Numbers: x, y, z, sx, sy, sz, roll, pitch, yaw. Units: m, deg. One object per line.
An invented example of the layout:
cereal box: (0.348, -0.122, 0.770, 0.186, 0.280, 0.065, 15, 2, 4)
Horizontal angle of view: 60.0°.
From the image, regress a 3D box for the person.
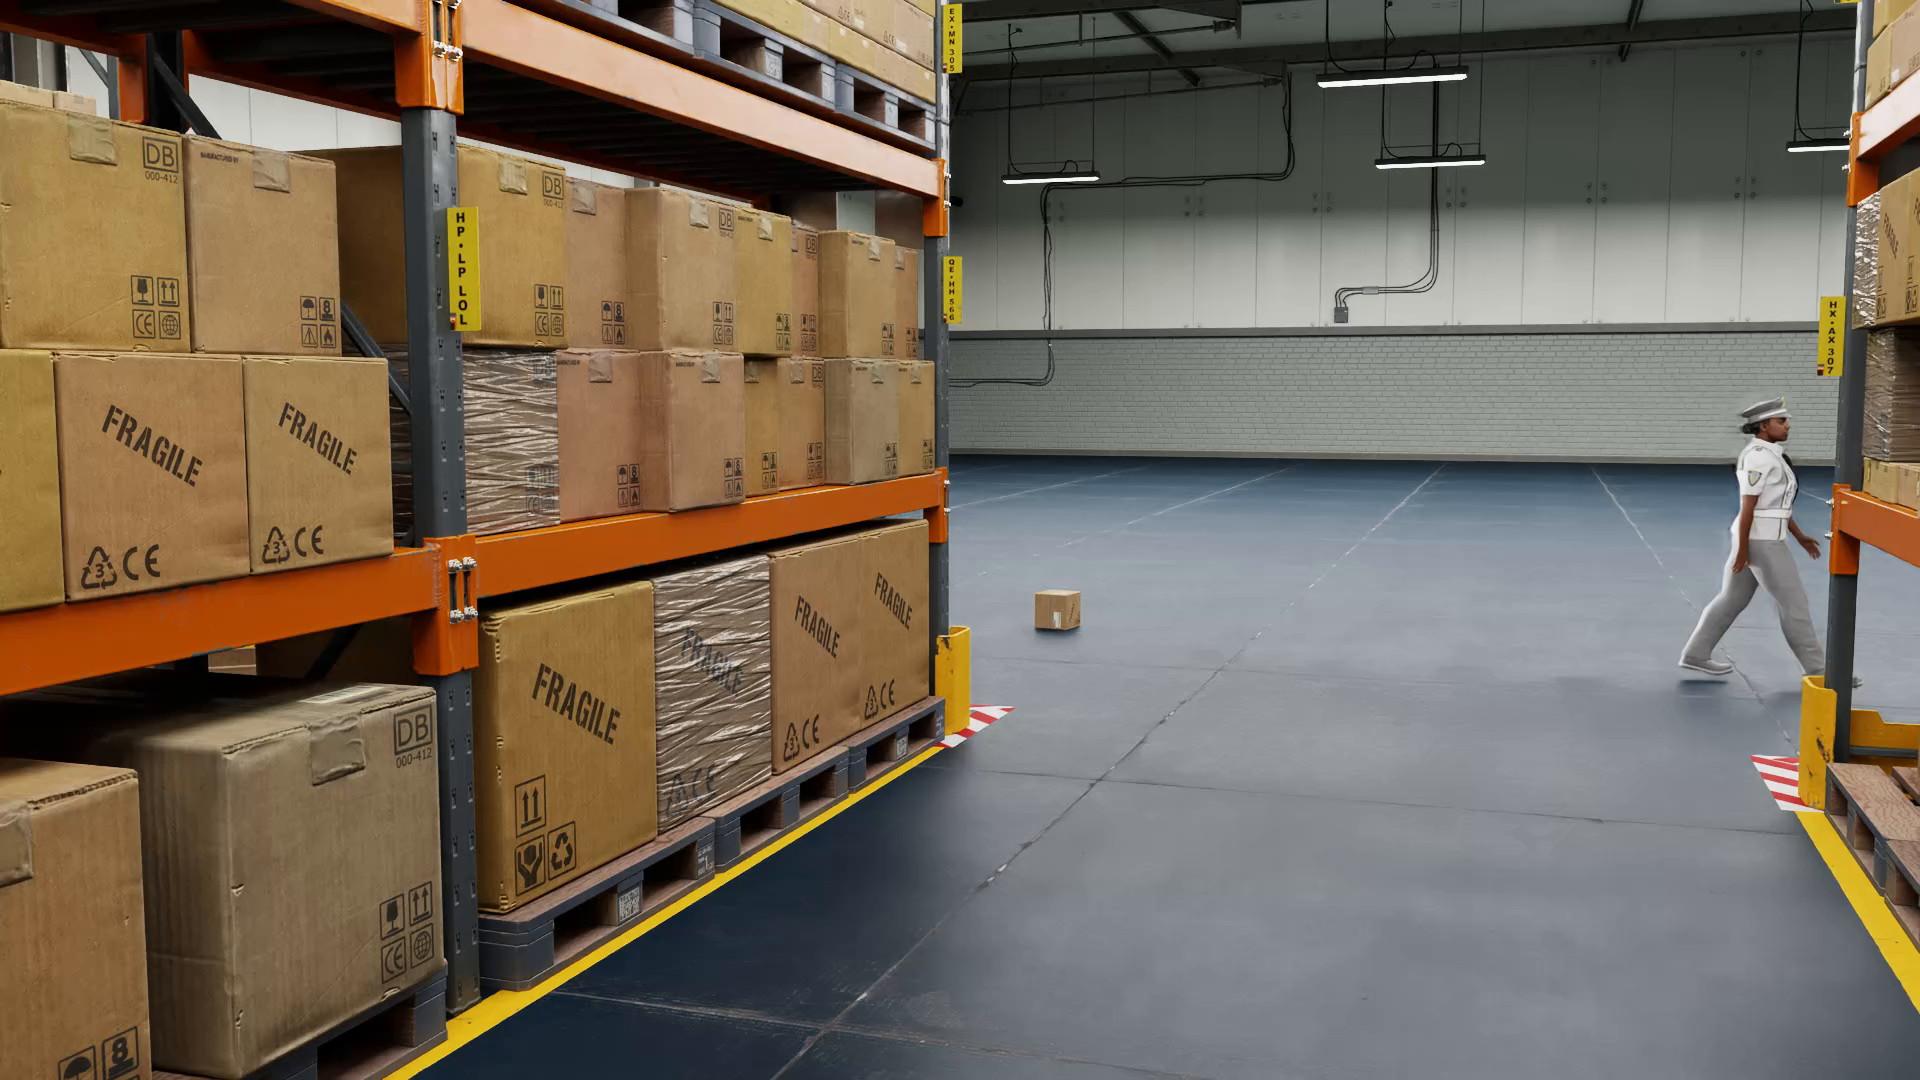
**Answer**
person: (4.678, -0.010, 9.553, 0.954, 1.633, 0.455, 2, 6, 24)
